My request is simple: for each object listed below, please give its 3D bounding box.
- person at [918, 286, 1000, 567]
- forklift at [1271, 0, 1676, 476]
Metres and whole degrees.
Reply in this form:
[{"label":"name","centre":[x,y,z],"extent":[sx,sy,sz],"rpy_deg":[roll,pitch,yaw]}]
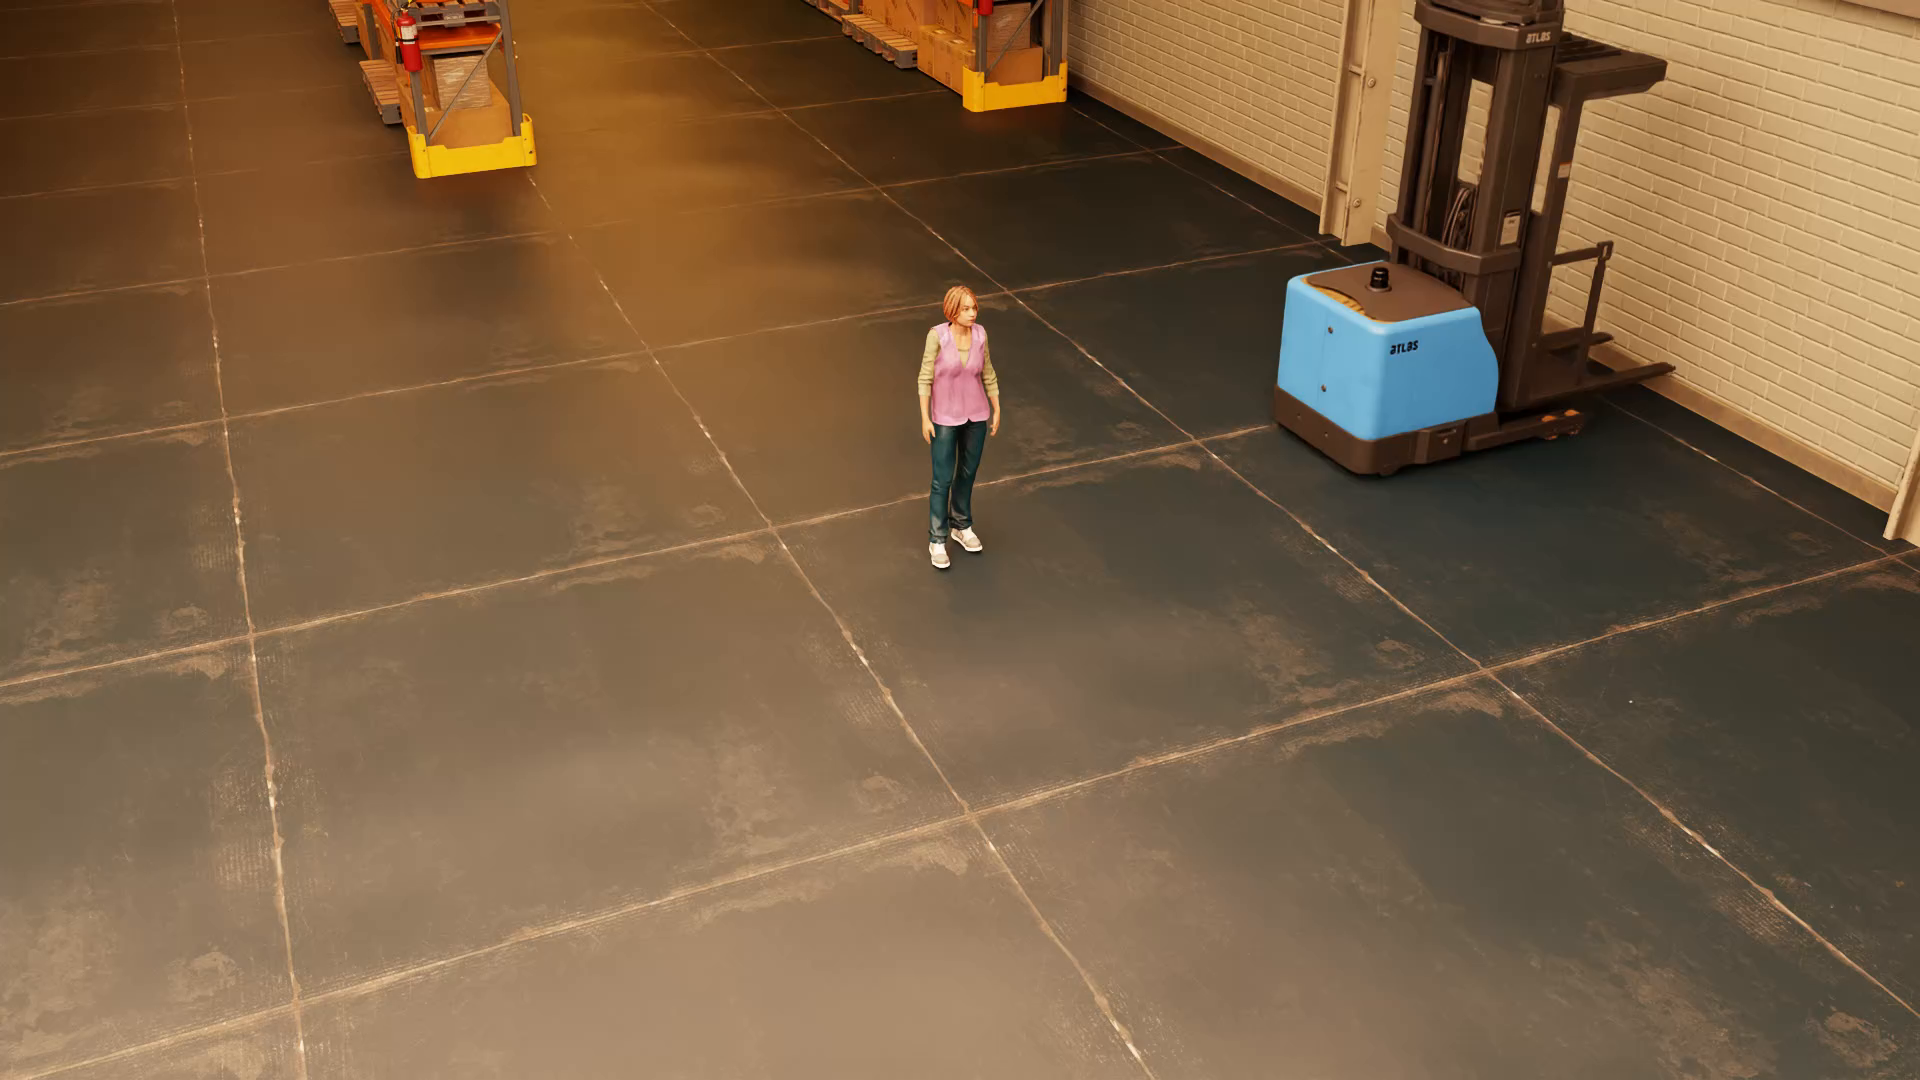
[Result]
[{"label":"person","centre":[0.017,-0.623,9.631],"extent":[0.521,1.507,0.473],"rpy_deg":[-12,32,-20]},{"label":"forklift","centre":[3.696,-2.170,10.915],"extent":[3.031,2.935,1.130],"rpy_deg":[-13,32,-22]}]
